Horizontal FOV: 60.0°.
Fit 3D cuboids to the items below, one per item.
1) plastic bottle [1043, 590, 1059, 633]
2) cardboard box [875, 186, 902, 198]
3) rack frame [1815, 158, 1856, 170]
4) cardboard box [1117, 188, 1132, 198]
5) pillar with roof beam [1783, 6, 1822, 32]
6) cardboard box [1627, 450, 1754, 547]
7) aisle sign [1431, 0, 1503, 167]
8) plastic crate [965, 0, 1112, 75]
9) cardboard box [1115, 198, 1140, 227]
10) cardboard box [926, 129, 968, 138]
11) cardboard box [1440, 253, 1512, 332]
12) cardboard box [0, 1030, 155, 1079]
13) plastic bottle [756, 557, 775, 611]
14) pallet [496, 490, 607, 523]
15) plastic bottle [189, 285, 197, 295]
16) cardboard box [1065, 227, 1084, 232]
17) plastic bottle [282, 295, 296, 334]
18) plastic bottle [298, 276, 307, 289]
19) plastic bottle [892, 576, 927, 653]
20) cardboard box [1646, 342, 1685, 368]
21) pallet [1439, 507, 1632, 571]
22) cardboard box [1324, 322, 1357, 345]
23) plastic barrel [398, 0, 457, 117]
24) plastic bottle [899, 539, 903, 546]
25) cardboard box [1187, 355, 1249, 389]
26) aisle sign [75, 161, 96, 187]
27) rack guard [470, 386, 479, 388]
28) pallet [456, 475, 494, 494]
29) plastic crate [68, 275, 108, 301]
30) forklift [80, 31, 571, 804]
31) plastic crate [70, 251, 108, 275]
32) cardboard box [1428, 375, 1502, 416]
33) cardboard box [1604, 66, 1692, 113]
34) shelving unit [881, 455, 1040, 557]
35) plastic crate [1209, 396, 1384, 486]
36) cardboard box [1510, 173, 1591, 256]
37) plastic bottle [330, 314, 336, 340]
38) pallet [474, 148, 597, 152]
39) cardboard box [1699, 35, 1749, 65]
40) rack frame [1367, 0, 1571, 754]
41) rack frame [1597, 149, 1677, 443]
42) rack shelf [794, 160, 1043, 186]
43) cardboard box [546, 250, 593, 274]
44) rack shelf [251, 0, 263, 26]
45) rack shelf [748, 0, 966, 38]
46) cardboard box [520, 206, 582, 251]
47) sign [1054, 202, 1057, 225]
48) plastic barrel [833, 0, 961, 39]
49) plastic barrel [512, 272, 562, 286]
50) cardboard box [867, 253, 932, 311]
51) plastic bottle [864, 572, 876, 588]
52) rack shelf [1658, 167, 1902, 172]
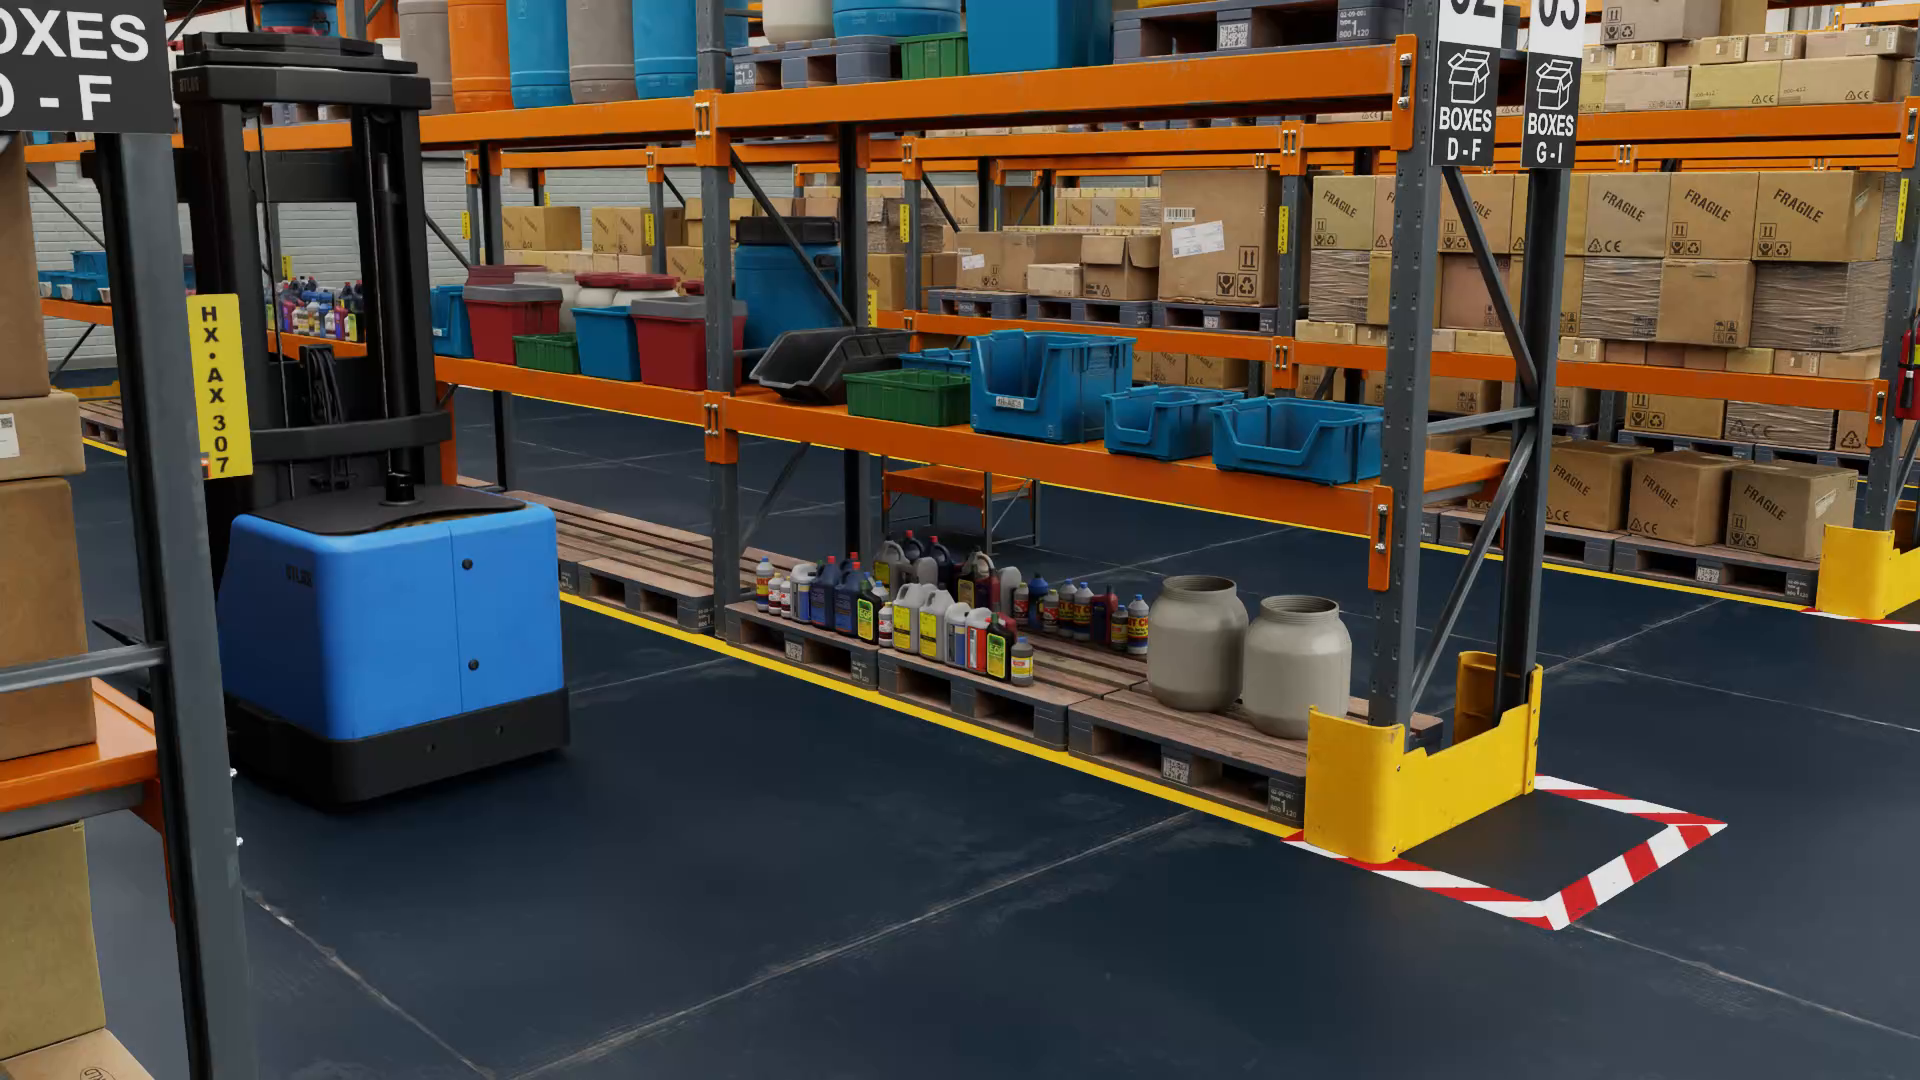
[{"bbox_3d":[0.456,0.345,8.147,0.097,0.201,0.097,0,12,0],"label":"plastic bottle"},{"bbox_3d":[-0.784,-4.481,22.263,0.500,0.500,0.500,11,16,43],"label":"cardboard box"},{"bbox_3d":[9.844,-3.078,18.916,1.000,3.000,0.127,-11,16,-43],"label":"rack frame"},{"bbox_3d":[2.643,-5.363,25.675,0.250,0.149,0.380,11,16,44],"label":"cardboard box"},{"bbox_3d":[9.108,-6.627,21.279,9.100,9.000,0.400,-11,16,-43],"label":"pillar with roof beam"},{"bbox_3d":[4.583,-0.270,10.444,0.500,0.500,0.500,-6,13,-28],"label":"cardboard box"},{"bbox_3d":[1.692,-1.644,5.516,0.394,0.787,0.004,-11,16,-43],"label":"aisle sign"},{"bbox_3d":[0.322,-2.120,6.876,0.392,0.384,0.575,-11,16,-43],"label":"plastic crate"},{"bbox_3d":[2.751,-5.037,25.700,0.500,0.500,0.500,-11,16,-42],"label":"cardboard box"},{"bbox_3d":[0.055,-3.572,14.254,0.500,0.250,0.500,-11,16,-42],"label":"cardboard box"},{"bbox_3d":[3.681,-1.680,11.149,0.875,0.500,0.500,-11,16,-43],"label":"cardboard box"},{"bbox_3d":[-1.938,1.299,3.448,0.500,0.250,0.500,-11,16,-43],"label":"cardboard box"},{"bbox_3d":[-1.002,0.222,8.572,0.097,0.271,0.097,0,12,0],"label":"plastic bottle"},{"bbox_3d":[-3.161,-0.106,11.403,1.003,0.211,1.213,-11,16,-43],"label":"pallet"},{"bbox_3d":[-6.393,-1.985,13.899,0.061,0.283,0.133,-11,16,-43],"label":"plastic bottle"},{"bbox_3d":[1.469,-3.642,19.760,0.380,0.149,0.250,-11,16,-43],"label":"cardboard box"},{"bbox_3d":[-5.045,-1.700,12.516,0.061,0.283,0.133,-11,16,-43],"label":"plastic bottle"},{"bbox_3d":[-5.559,-2.061,14.106,0.144,0.351,0.185,-11,16,-43],"label":"plastic bottle"},{"bbox_3d":[-0.224,0.341,7.799,0.144,0.351,0.185,-11,16,-43],"label":"plastic bottle"},{"bbox_3d":[4.407,-1.150,10.180,0.380,0.149,0.250,-11,16,-43],"label":"cardboard box"},{"bbox_3d":[4.013,-0.060,11.179,1.003,0.211,1.213,-11,16,-43],"label":"pallet"},{"bbox_3d":[2.771,-1.462,11.697,0.380,0.149,0.250,-11,16,-43],"label":"cardboard box"},{"bbox_3d":[-3.257,-3.155,10.615,0.600,0.901,0.600,0,12,0],"label":"plastic barrel"},{"bbox_3d":[-0.334,0.133,8.976,0.061,0.283,0.133,-10,15,-40],"label":"plastic bottle"},{"bbox_3d":[2.928,-1.998,18.830,0.500,0.500,0.500,-11,16,-43],"label":"cardboard box"},{"bbox_3d":[-9.030,-4.082,17.351,0.394,0.787,0.004,-11,16,-43],"label":"aisle sign"},{"bbox_3d":[-5.627,-2.227,20.983,1.175,0.500,0.348,-11,16,-43],"label":"rack guard"},{"bbox_3d":[-4.242,-0.334,12.509,1.003,0.211,1.213,-11,16,-43],"label":"pallet"},{"bbox_3d":[-8.351,-2.431,16.045,0.416,0.233,0.300,-11,16,-43],"label":"plastic crate"},{"bbox_3d":[-3.042,-0.656,7.332,3.031,2.935,1.130,11,16,43],"label":"forklift"},{"bbox_3d":[-8.826,-2.782,17.244,0.616,0.435,0.499,-11,16,-43],"label":"plastic crate"},{"bbox_3d":[5.177,-1.696,16.746,1.050,0.750,0.750,-11,16,-43],"label":"cardboard box"},{"bbox_3d":[4.228,-2.692,9.983,0.500,0.250,0.500,-10,16,-41],"label":"cardboard box"},{"bbox_3d":[-0.005,-0.552,11.303,0.538,1.125,1.048,-11,16,-43],"label":"shelving unit"},{"bbox_3d":[1.295,-0.381,6.197,0.499,0.251,0.616,-11,16,-43],"label":"plastic crate"},{"bbox_3d":[3.848,-2.063,10.527,0.500,0.500,0.500,-11,16,-43],"label":"cardboard box"},{"bbox_3d":[-4.481,-1.546,11.973,0.097,0.201,0.097,0,12,0],"label":"plastic bottle"},{"bbox_3d":[-5.090,-4.767,19.902,1.003,0.211,1.213,-11,16,-43],"label":"pallet"},{"bbox_3d":[4.468,-2.813,9.583,0.380,0.149,0.250,-11,16,-42],"label":"cardboard box"},{"bbox_3d":[1.857,-0.423,6.030,1.000,3.000,0.127,-11,16,-43],"label":"rack frame"},{"bbox_3d":[6.334,-2.373,15.497,1.000,3.000,0.127,-11,16,-43],"label":"rack frame"},{"bbox_3d":[-0.572,-4.949,22.350,1.077,0.370,4.000,-11,16,-43],"label":"rack shelf"},{"bbox_3d":[-4.402,-3.188,19.088,0.500,0.250,0.500,-11,16,-44],"label":"cardboard box"},{"bbox_3d":[-5.049,-4.272,12.621,1.077,0.370,4.000,-11,16,-43],"label":"rack shelf"},{"bbox_3d":[-1.467,-4.962,15.971,1.077,0.370,4.000,-11,16,-43],"label":"rack shelf"},{"bbox_3d":[-4.766,-3.632,19.384,0.500,0.500,0.500,11,16,44],"label":"cardboard box"},{"bbox_3d":[1.208,-4.186,21.425,0.100,0.325,0.005,-11,16,-43],"label":"sign"},{"bbox_3d":[-0.295,-2.767,7.690,0.600,0.901,0.708,-11,16,-43],"label":"plastic barrel"},{"bbox_3d":[-2.803,-1.525,11.102,0.421,0.512,0.421,0,12,0],"label":"plastic barrel"},{"bbox_3d":[-0.605,-2.367,15.219,0.500,0.500,0.500,-10,15,-41],"label":"cardboard box"},{"bbox_3d":[-0.461,0.294,8.221,0.097,0.271,0.097,0,12,0],"label":"plastic bottle"},{"bbox_3d":[12.051,-5.179,23.463,1.077,0.370,4.000,-11,16,-43],"label":"rack shelf"}]
